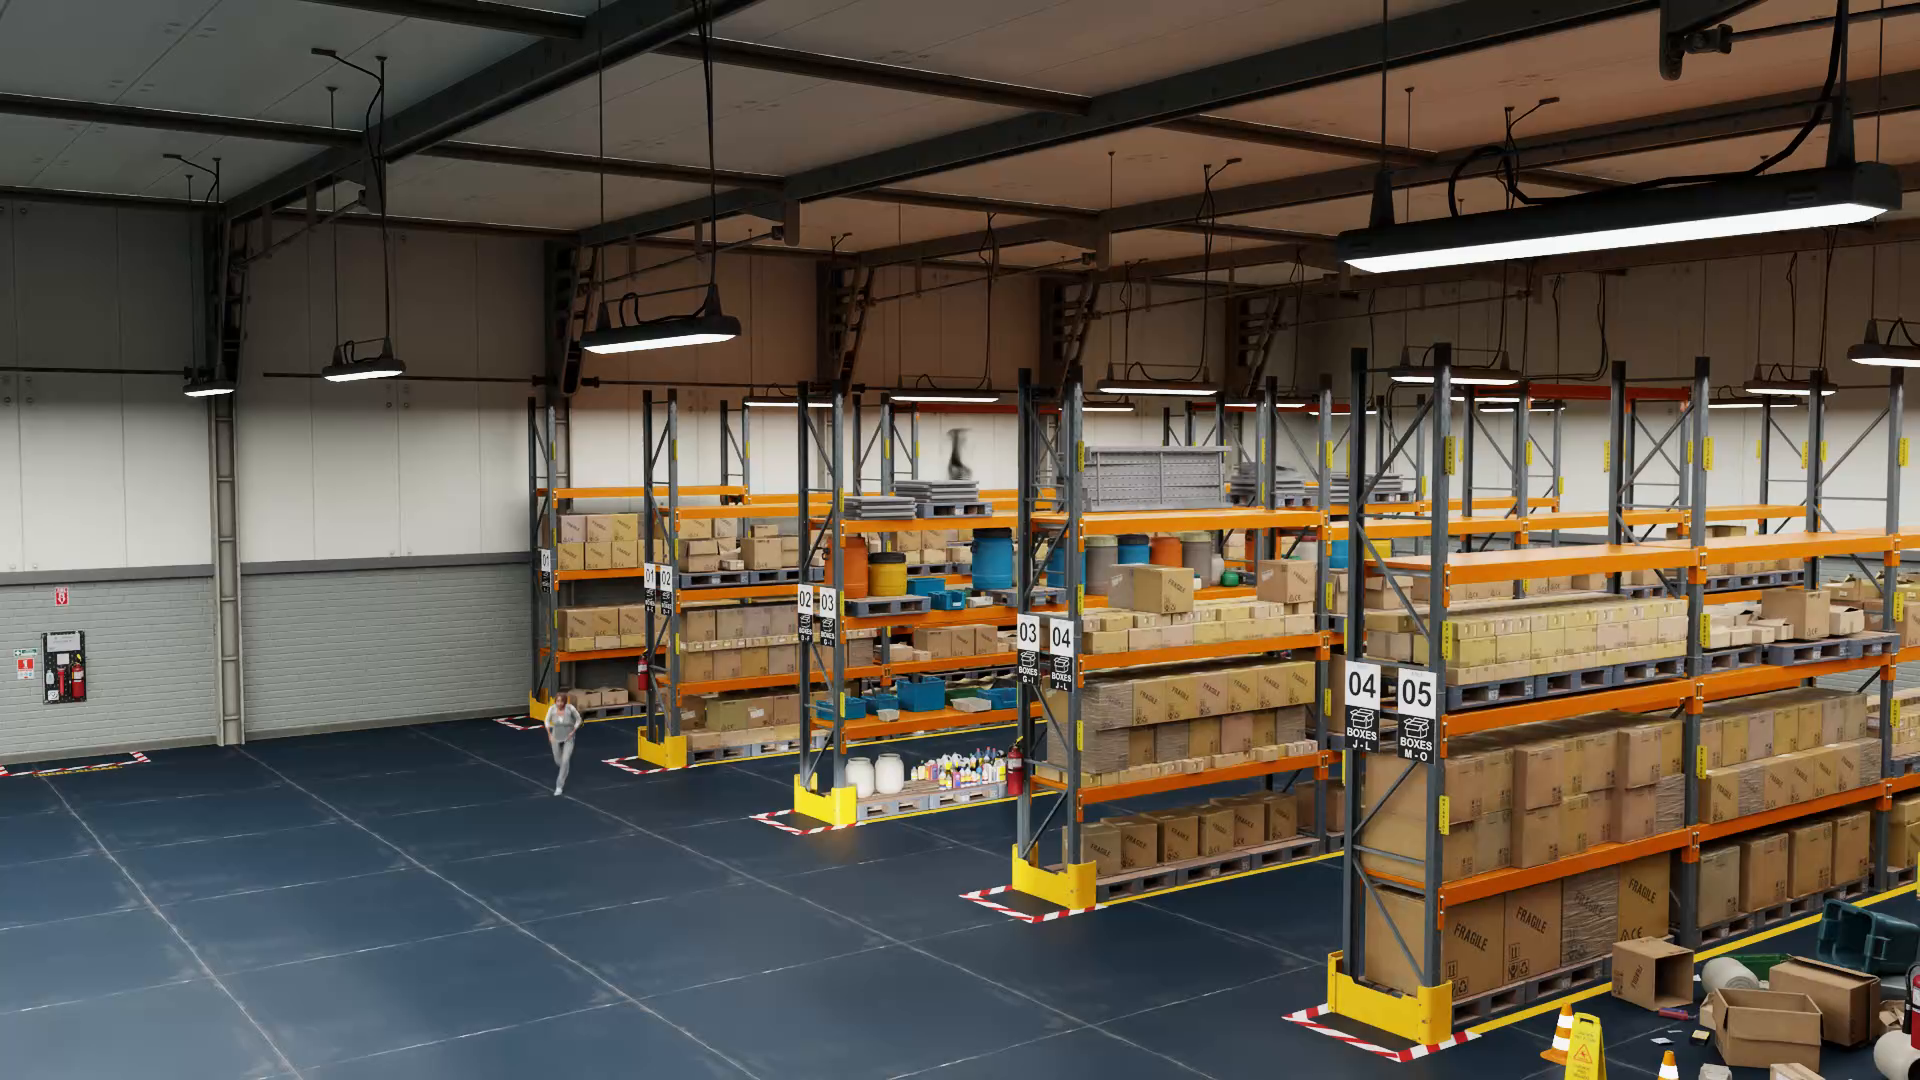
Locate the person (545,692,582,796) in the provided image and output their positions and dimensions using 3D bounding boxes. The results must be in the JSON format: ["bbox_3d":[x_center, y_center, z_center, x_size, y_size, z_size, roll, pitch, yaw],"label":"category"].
[{"bbox_3d":[-5.854,2.972,24.558,0.537,1.544,0.788,-1,3,-10],"label":"person"}]
